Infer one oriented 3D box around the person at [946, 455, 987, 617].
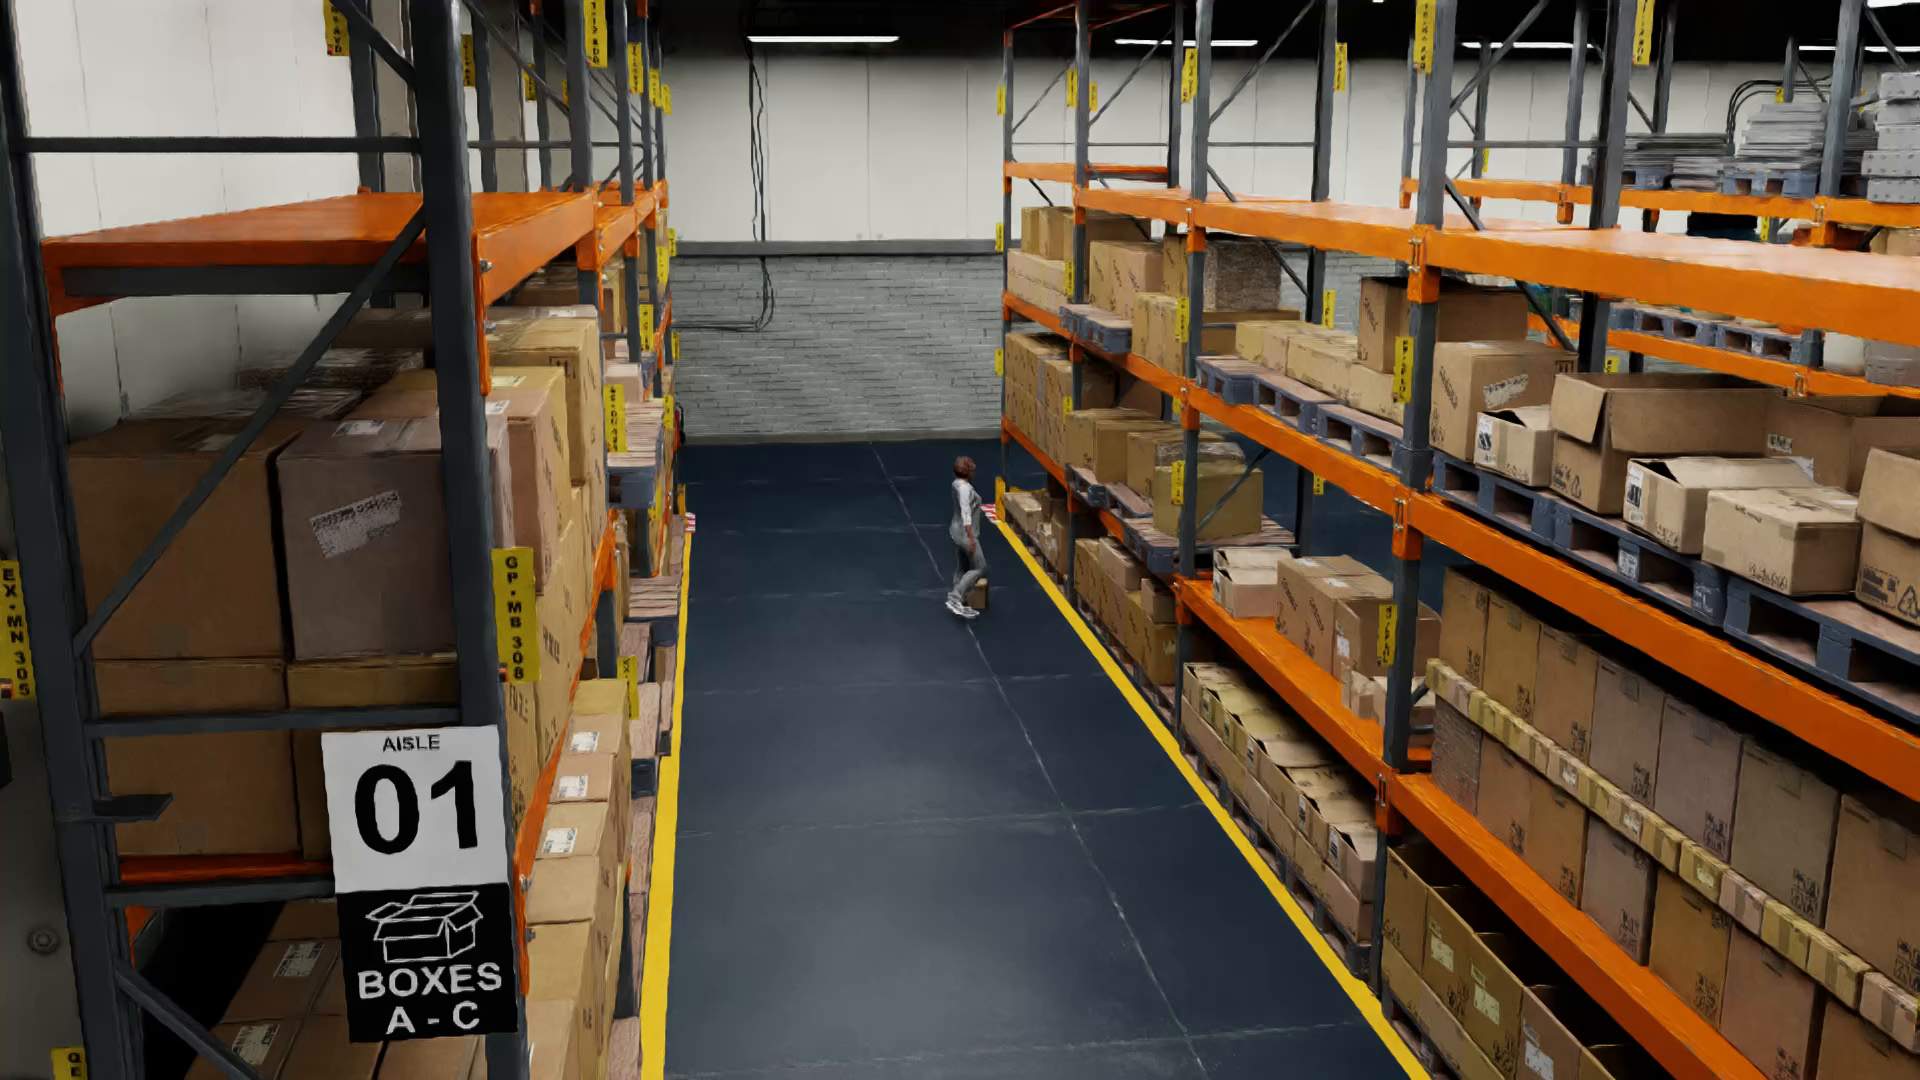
[{"bbox_3d":[0.053,-0.028,16.136,0.401,1.595,0.511,-1,13,-5],"label":"person"}]
